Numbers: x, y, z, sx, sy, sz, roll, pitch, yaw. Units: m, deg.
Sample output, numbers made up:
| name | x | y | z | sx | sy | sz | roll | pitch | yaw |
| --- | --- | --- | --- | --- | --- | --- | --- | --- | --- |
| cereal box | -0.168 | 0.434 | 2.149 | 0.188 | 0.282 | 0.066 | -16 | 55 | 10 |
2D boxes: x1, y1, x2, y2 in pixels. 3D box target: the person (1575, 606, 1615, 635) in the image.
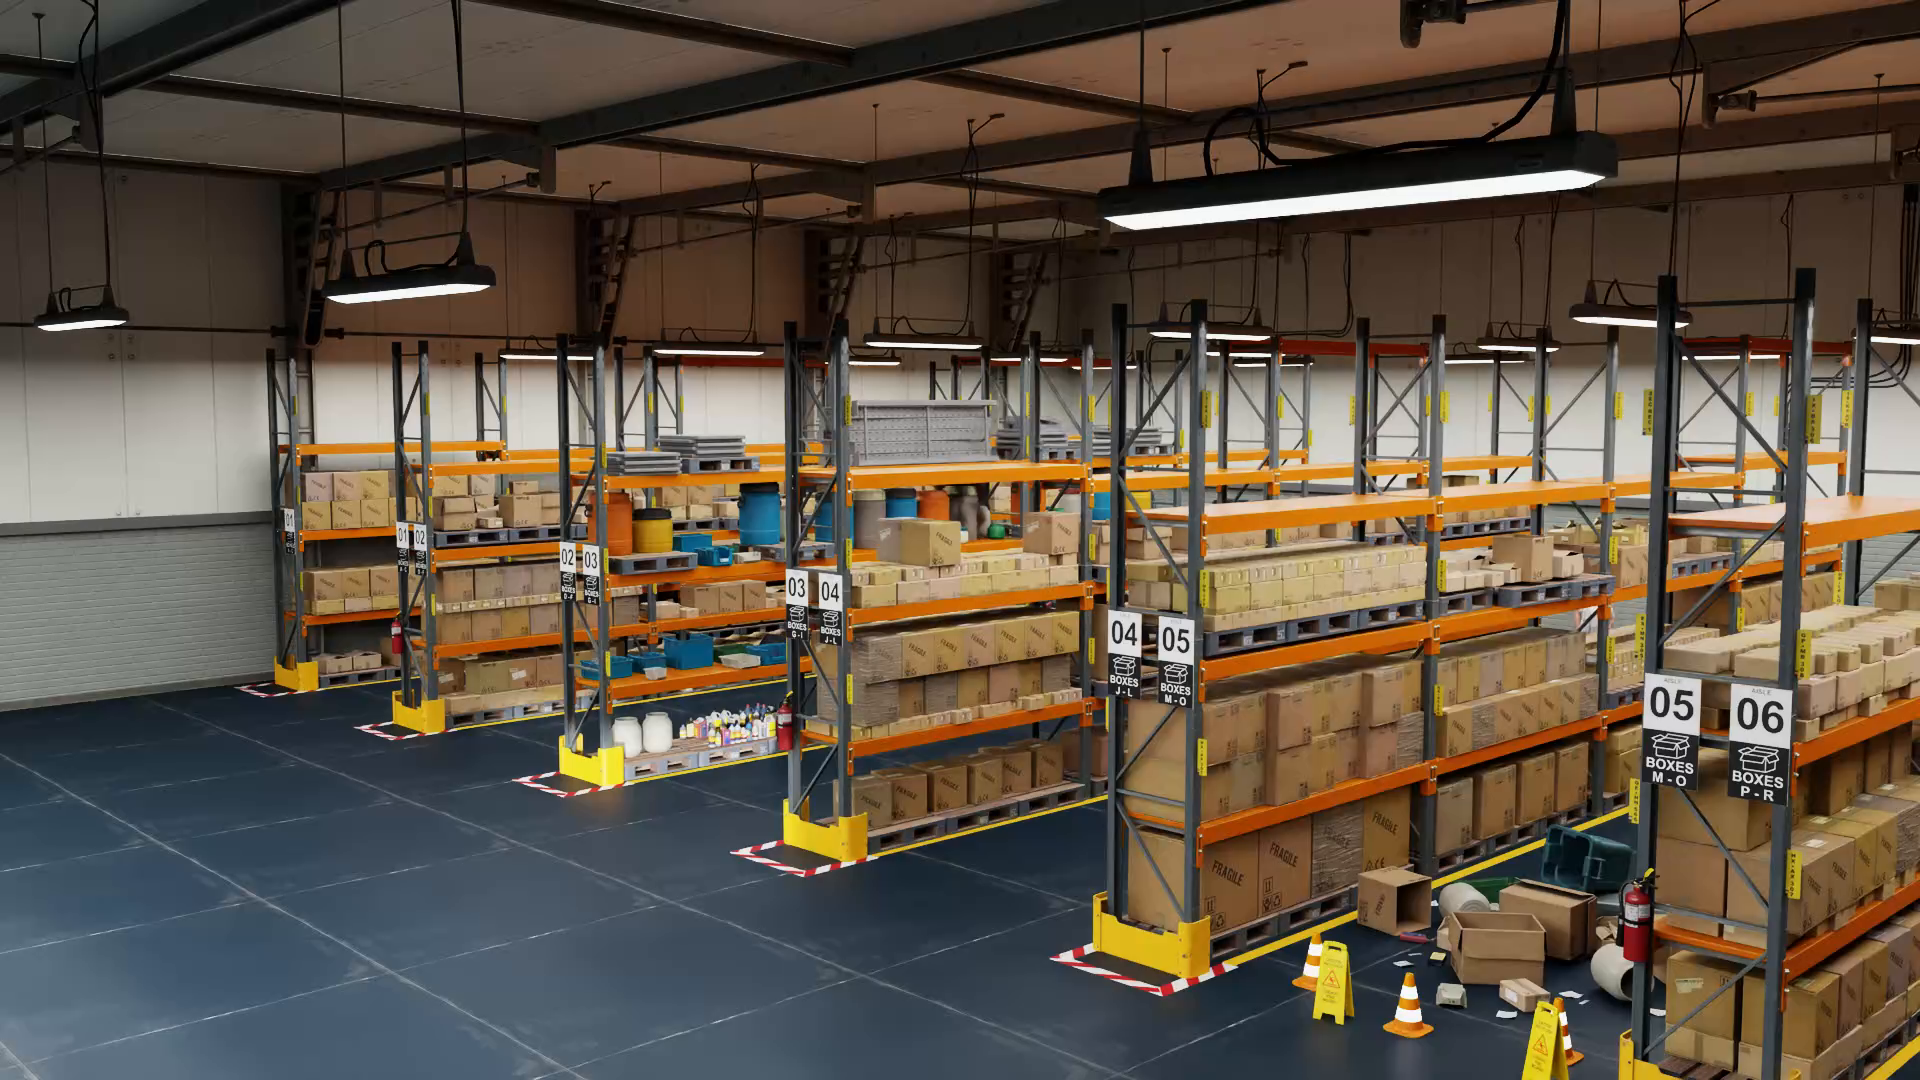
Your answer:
| name | x | y | z | sx | sy | sz | roll | pitch | yaw |
| --- | --- | --- | --- | --- | --- | --- | --- | --- | --- |
| person | 11.586 | 1.681 | 30.373 | 0.717 | 1.735 | 0.568 | 3 | 6 | 30 |
